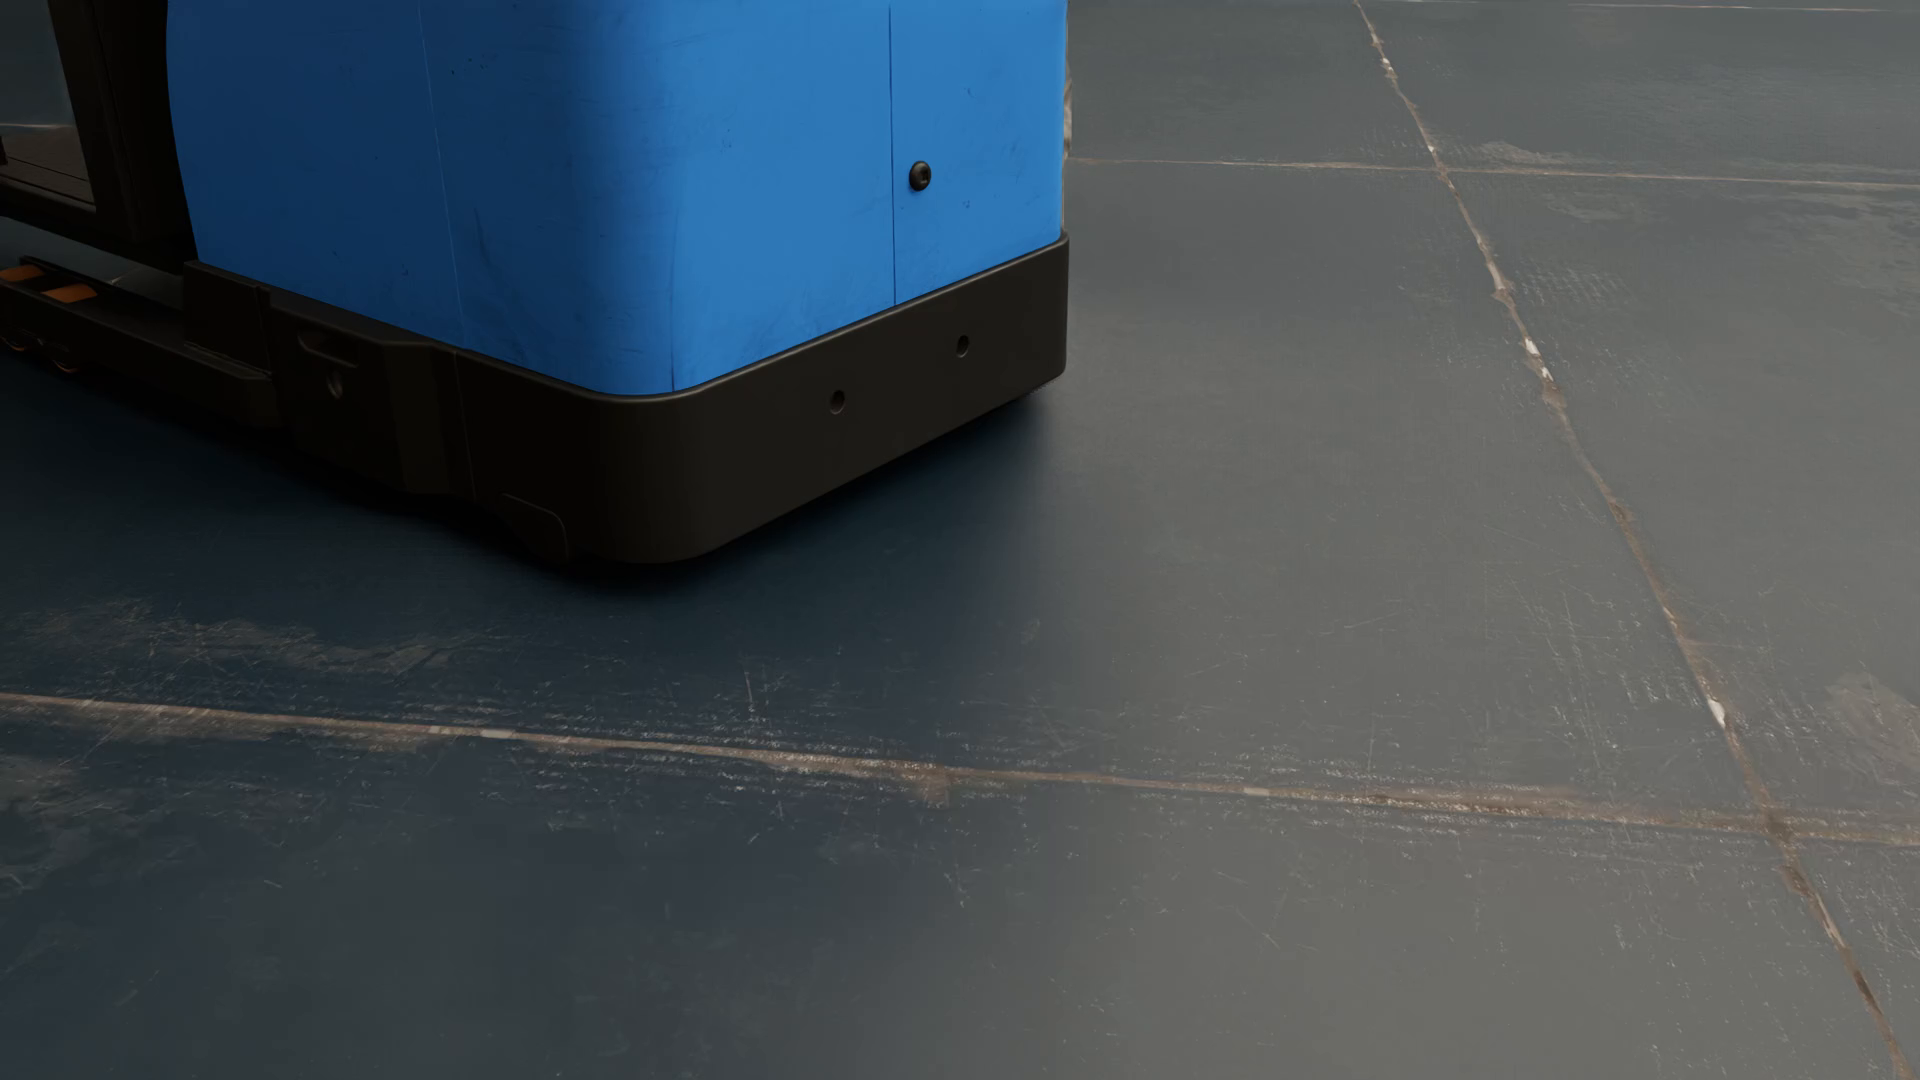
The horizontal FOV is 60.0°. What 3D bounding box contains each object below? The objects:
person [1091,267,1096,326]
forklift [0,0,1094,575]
[{"bbox_3d":[-0.036,-1.020,2.864,0.757,1.506,0.792,-2,27,-4],"label":"person"},{"bbox_3d":[-1.251,-1.778,2.780,3.031,2.935,1.130,19,32,33],"label":"forklift"}]
